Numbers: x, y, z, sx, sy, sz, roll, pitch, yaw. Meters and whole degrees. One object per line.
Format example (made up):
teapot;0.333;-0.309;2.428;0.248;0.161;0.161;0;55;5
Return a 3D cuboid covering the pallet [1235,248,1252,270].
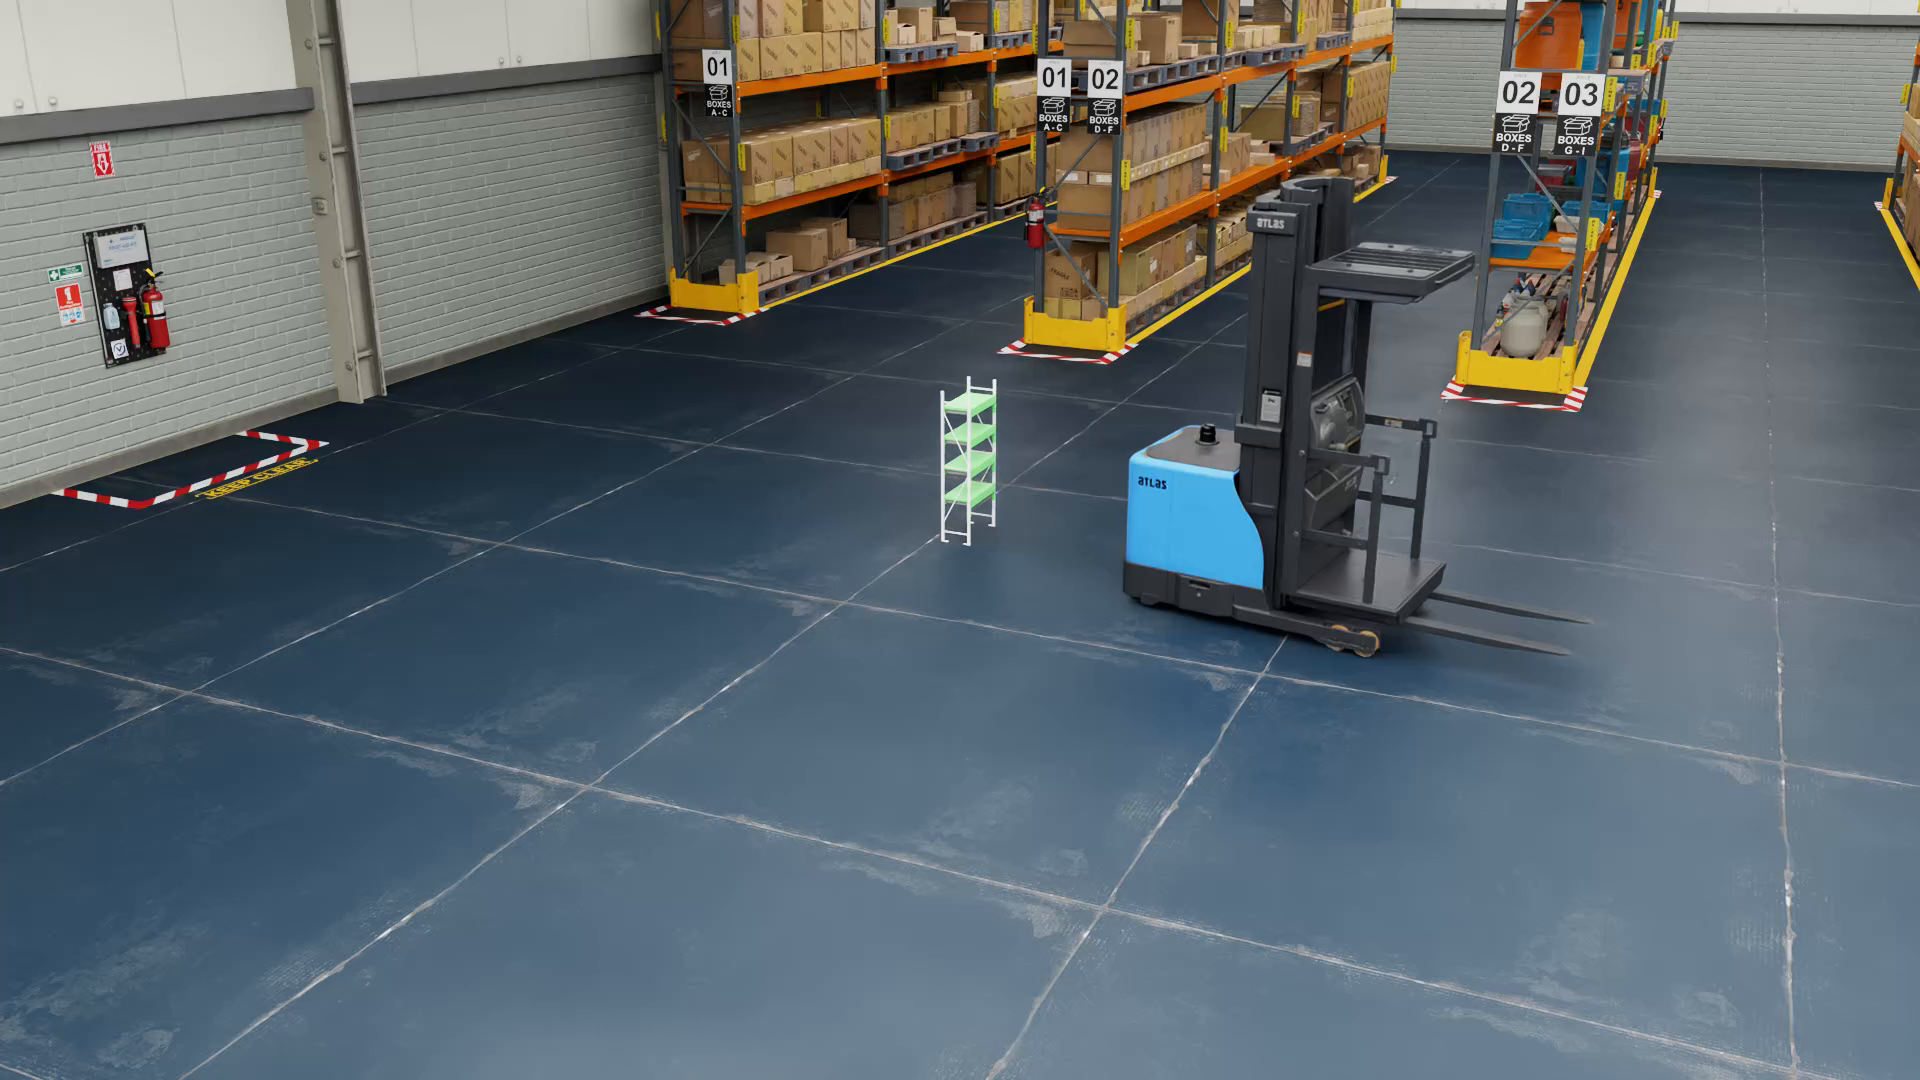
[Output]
pallet;3.741;-4.214;24.502;1.003;0.211;1.213;9;21;23

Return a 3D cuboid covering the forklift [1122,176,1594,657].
forklift;2.670;-0.823;10.908;3.031;2.935;1.130;12;23;30

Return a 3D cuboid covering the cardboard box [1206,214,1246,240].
cardboard box;3.794;-4.492;23.763;0.500;0.311;0.500;8;21;21

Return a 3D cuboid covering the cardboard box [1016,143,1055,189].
cardboard box;1.223;-6.743;30.034;0.750;0.750;0.750;9;22;24

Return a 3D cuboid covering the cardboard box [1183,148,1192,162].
cardboard box;2.746;-4.927;21.228;0.380;0.149;0.250;9;21;23

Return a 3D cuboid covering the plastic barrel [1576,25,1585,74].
plastic barrel;6.207;-5.085;17.406;0.600;0.588;0.600;0;20;0

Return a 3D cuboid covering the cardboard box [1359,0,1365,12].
cardboard box;6.751;-9.587;29.331;0.700;0.500;0.500;9;21;23

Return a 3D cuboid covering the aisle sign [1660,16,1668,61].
aisle sign;12.705;-9.117;30.248;0.394;0.787;0.004;9;21;23

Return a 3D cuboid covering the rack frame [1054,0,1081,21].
rack frame;1.732;-10.873;30.113;1.000;3.000;0.127;9;21;23

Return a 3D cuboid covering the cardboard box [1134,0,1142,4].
cardboard box;3.319;-10.949;33.132;0.500;0.500;0.500;8;21;23

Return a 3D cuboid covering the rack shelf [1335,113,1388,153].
rack shelf;7.072;-7.641;31.050;1.077;0.370;4.000;9;21;23

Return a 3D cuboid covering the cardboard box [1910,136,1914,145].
cardboard box;15.746;-6.498;27.139;0.380;0.149;0.250;9;21;24

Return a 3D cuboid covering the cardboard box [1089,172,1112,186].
cardboard box;1.696;-4.143;19.024;0.380;0.149;0.250;8;21;22

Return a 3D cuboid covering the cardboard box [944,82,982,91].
cardboard box;0.043;-7.548;27.974;0.500;0.250;0.500;9;22;24

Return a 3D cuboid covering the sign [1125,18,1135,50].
sign;1.843;-5.484;18.014;0.100;0.325;0.005;9;21;23

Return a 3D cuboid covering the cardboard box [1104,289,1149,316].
cardboard box;1.963;-2.889;20.092;0.500;0.250;0.500;9;21;23

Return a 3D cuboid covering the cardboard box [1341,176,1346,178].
cardboard box;6.622;-6.407;29.865;0.500;0.311;0.500;9;21;23

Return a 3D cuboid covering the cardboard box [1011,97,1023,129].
cardboard box;0.750;-7.293;28.376;0.500;0.500;0.500;9;22;24

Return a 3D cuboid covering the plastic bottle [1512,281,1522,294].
plastic bottle;6.708;-2.953;20.094;0.144;0.351;0.185;8;21;20

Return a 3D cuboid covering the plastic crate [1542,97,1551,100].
plastic crate;6.363;-5.049;18.237;0.392;0.384;0.575;9;21;23

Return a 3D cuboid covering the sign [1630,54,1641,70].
sign;7.992;-5.580;19.694;0.100;0.325;0.005;9;21;23

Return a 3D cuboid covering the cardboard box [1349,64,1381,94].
cardboard box;7.545;-8.622;31.094;0.500;0.500;0.500;9;22;24

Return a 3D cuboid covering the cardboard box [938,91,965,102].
cardboard box;-0.138;-7.174;26.891;0.380;0.149;0.250;5;20;14

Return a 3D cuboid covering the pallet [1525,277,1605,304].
pallet;7.781;-3.173;21.577;1.003;0.211;1.213;9;21;23

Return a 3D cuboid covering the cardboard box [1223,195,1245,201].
cardboard box;4.133;-5.192;25.732;0.500;0.311;0.500;9;22;25

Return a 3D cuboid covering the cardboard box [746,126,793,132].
cardboard box;-2.554;-5.309;22.495;0.500;0.500;0.500;9;21;23

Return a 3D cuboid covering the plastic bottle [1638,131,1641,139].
plastic bottle;10.904;-6.464;26.853;0.152;0.276;0.135;9;21;23

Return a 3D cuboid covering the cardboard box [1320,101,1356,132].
cardboard box;6.710;-7.534;29.527;0.500;0.500;0.500;9;22;24

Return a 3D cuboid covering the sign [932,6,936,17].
sign;-0.409;-8.597;27.299;0.100;0.325;0.005;9;21;23

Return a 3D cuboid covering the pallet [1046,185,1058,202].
pallet;1.485;-6.487;30.893;1.003;0.211;1.213;9;21;23

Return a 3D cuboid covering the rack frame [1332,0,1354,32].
rack frame;6.253;-10.195;28.205;1.000;3.000;0.127;9;21;23

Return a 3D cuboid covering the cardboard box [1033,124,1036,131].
cardboard box;1.172;-7.334;29.458;0.380;0.149;0.250;9;22;24

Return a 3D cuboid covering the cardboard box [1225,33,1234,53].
cardboard box;3.460;-6.818;22.785;0.500;0.250;0.500;6;21;17

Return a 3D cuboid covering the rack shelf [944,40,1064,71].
rack shelf;0.913;-8.510;29.017;1.077;0.370;4.000;9;21;23

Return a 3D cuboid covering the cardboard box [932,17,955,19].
cardboard box;-0.411;-8.105;26.627;0.500;0.500;0.500;9;21;23

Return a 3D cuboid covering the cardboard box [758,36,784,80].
cardboard box;-2.564;-6.075;20.920;0.500;0.500;0.500;10;22;26

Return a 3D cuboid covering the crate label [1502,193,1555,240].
crate label;6.363;-3.635;18.662;0.502;0.435;0.616;9;21;23

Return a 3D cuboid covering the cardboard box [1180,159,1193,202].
cardboard box;2.591;-4.671;21.477;0.700;0.500;0.500;8;21;22

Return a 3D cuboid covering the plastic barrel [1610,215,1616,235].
plastic barrel;9.780;-5.023;25.589;0.600;0.588;0.708;9;21;23

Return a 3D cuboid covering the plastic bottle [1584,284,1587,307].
plastic bottle;7.598;-2.977;20.260;0.061;0.283;0.133;10;22;25

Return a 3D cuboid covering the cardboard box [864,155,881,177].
cardboard box;-1.461;-5.354;23.740;0.500;0.250;0.500;9;21;23

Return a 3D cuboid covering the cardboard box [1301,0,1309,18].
cardboard box;5.217;-8.521;26.335;0.500;0.500;0.500;9;21;23

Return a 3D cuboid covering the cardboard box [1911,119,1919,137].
cardboard box;15.859;-6.717;27.160;0.500;0.250;0.500;8;21;22

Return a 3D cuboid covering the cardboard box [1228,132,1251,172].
cardboard box;3.943;-5.677;24.307;0.500;0.500;0.500;7;21;20

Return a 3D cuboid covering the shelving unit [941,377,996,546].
shelving unit;0.068;-0.616;12.910;0.258;1.200;0.503;9;21;23

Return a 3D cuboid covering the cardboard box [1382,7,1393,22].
cardboard box;7.913;-9.977;31.548;0.500;0.250;0.500;9;21;23

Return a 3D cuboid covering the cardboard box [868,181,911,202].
cardboard box;-1.080;-5.346;25.480;0.500;0.250;0.500;8;21;22

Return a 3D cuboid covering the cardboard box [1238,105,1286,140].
cardboard box;4.770;-6.598;26.270;0.700;0.500;0.500;2;20;4

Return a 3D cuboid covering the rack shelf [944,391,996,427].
rack shelf;0.068;-1.008;12.771;0.258;0.148;0.480;9;21;23

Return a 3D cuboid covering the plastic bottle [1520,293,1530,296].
plastic bottle;6.679;-2.776;19.705;0.152;0.276;0.135;9;21;23

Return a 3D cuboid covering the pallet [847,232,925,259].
pallet;-1.226;-4.526;25.379;1.003;0.211;1.213;9;21;23

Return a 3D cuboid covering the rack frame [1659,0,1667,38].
rack frame;10.770;-9.514;26.291;1.000;3.000;0.127;9;21;23

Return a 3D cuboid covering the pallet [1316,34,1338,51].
pallet;5.500;-8.186;27.313;1.213;0.211;1.003;9;21;23

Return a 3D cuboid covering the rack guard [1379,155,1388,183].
rack guard;7.860;-7.390;33.002;1.175;0.500;0.348;9;21;23

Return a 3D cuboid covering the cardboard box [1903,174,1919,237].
cardboard box;15.045;-5.006;25.113;1.225;0.875;0.875;9;21;23

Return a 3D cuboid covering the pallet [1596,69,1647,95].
pallet;7.288;-5.332;19.291;1.213;0.211;1.003;9;21;23

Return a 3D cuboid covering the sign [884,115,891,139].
sign;-1.046;-5.937;23.894;0.100;0.325;0.005;9;21;23

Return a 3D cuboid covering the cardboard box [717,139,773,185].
cardboard box;-2.712;-4.775;20.994;0.500;0.500;0.500;9;21;23
